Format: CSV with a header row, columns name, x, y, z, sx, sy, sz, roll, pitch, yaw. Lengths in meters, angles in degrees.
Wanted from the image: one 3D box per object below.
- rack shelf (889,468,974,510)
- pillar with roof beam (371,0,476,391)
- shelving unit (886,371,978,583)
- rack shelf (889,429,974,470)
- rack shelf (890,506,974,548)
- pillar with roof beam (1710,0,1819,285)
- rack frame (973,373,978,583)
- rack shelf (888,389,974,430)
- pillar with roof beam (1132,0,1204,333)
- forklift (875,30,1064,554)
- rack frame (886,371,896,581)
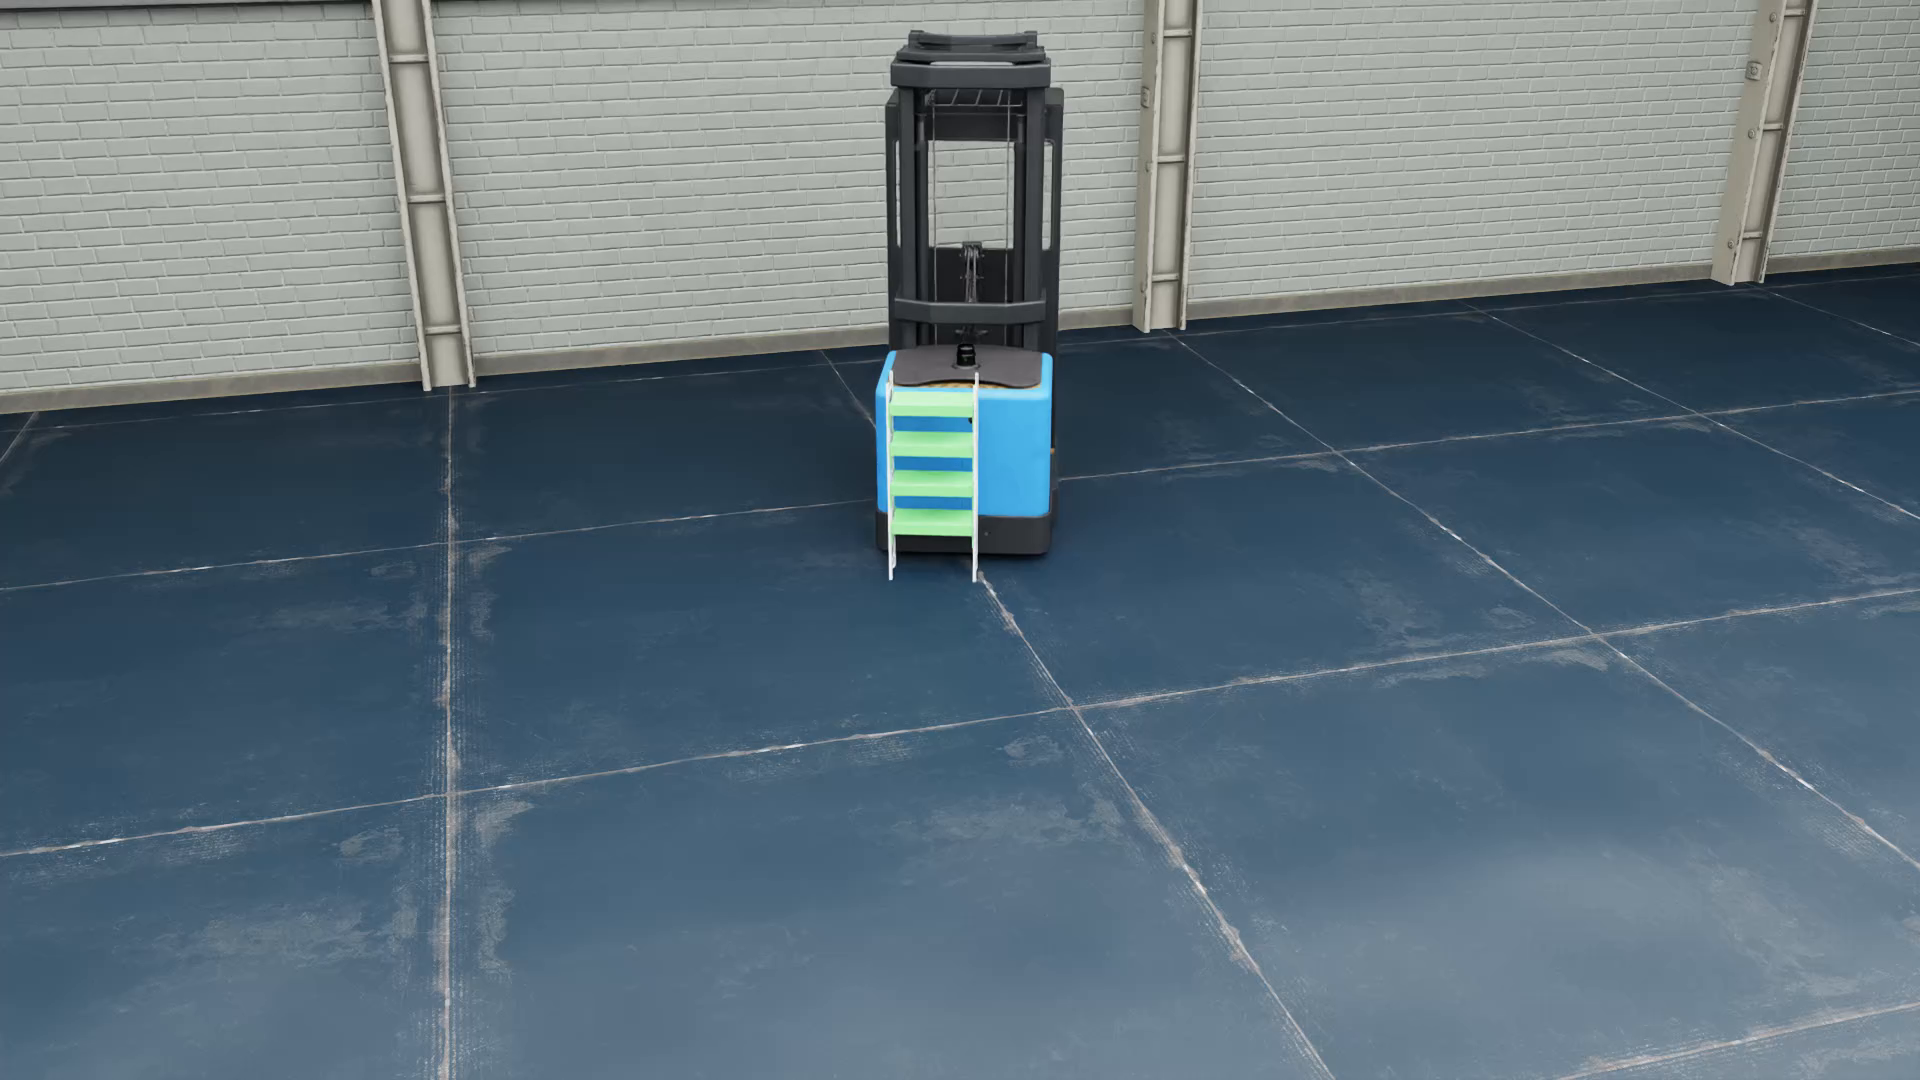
name,x,y,z,sx,sy,sz,roll,pitch,yaw
rack shelf,-0.154,-0.296,9.580,0.480,0.148,0.258,1,23,3
pillar with roof beam,-2.868,-3.742,7.559,0.400,9.000,9.100,-6,24,-14
shelving unit,-0.154,-0.355,9.554,0.503,1.200,0.258,1,23,3
rack shelf,-0.154,-0.516,9.485,0.480,0.148,0.258,1,23,3
rack shelf,-0.154,-0.075,9.674,0.480,0.148,0.258,1,23,3
pillar with roof beam,8.686,-5.020,10.538,0.400,9.000,9.100,-6,24,-14
rack frame,0.089,-0.349,9.541,0.015,1.200,0.240,1,23,3
rack shelf,-0.154,-0.737,9.390,0.480,0.148,0.258,1,23,3
pillar with roof beam,2.909,-4.381,9.049,0.400,9.000,9.100,-6,24,-14
forklift,0.101,-1.801,10.730,1.130,2.935,3.031,1,23,3
rack frame,-0.398,-0.360,9.568,0.015,1.200,0.240,1,23,3
